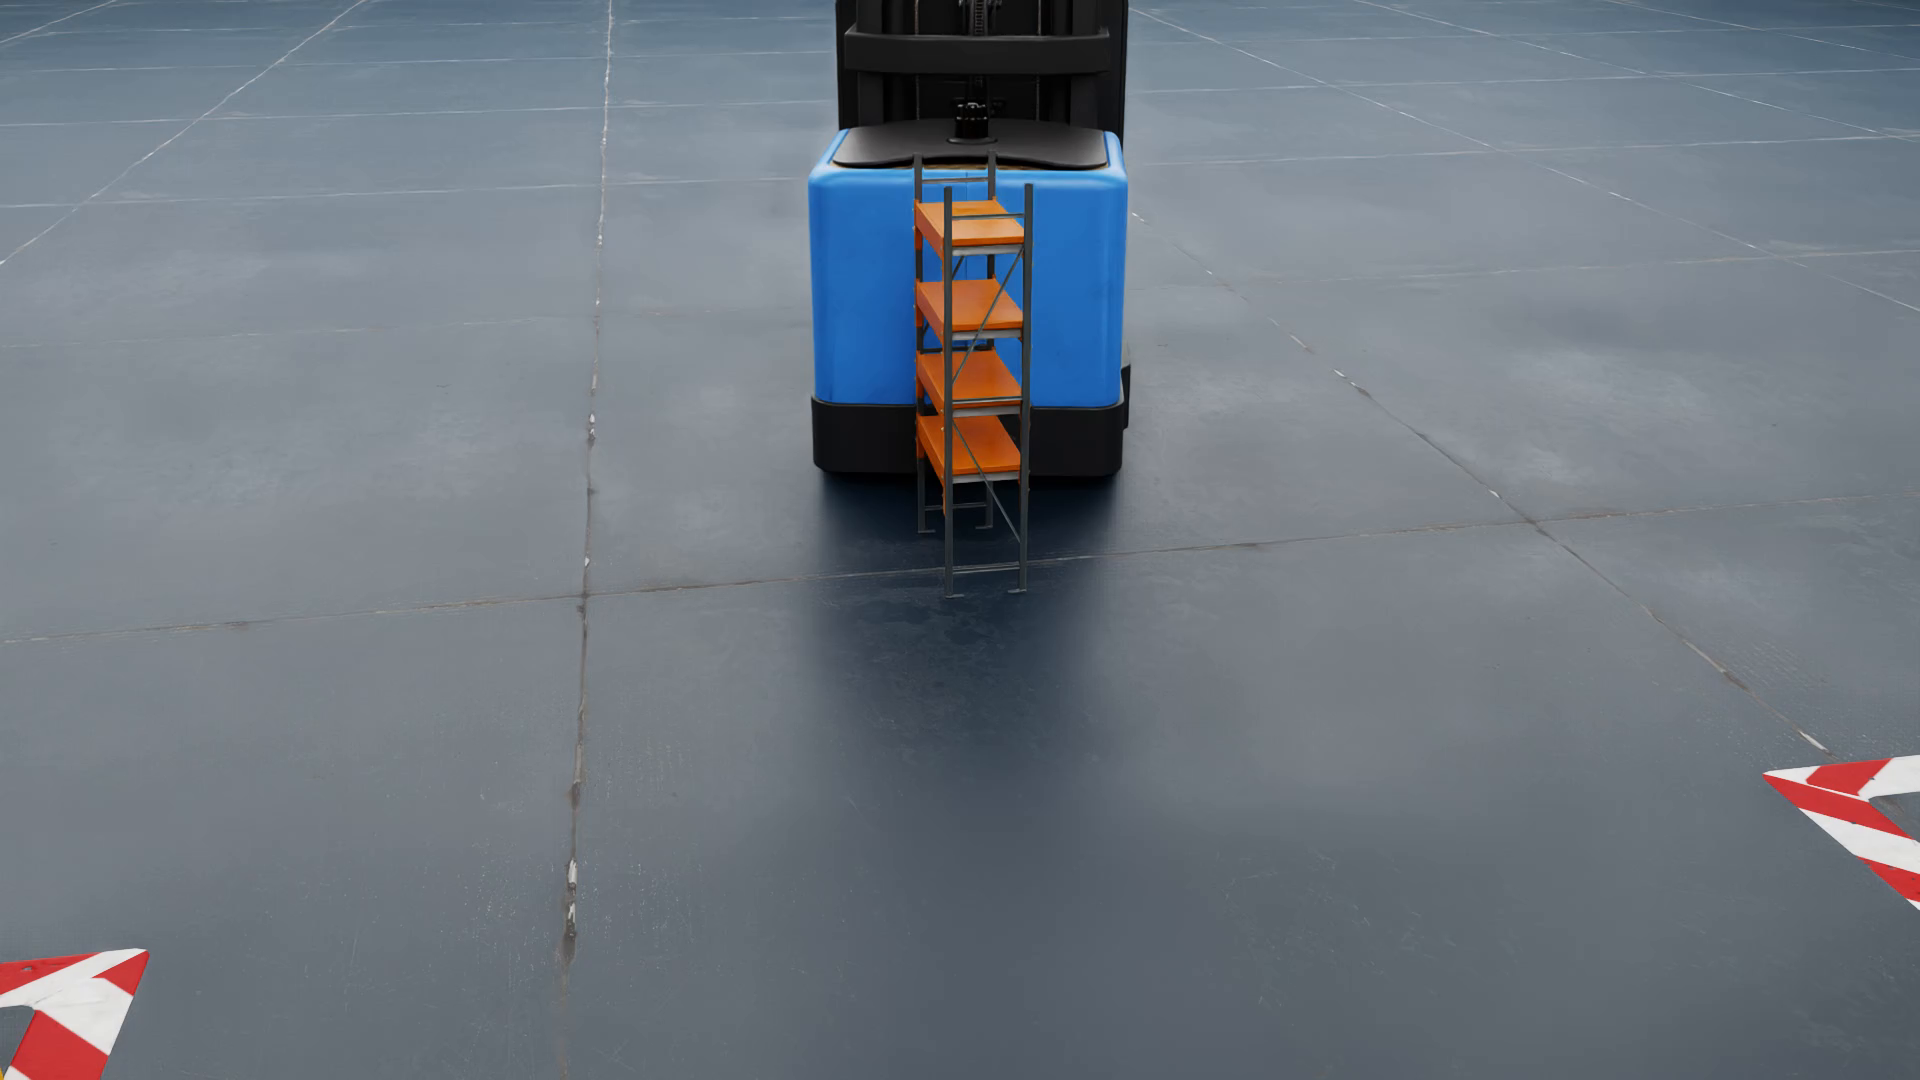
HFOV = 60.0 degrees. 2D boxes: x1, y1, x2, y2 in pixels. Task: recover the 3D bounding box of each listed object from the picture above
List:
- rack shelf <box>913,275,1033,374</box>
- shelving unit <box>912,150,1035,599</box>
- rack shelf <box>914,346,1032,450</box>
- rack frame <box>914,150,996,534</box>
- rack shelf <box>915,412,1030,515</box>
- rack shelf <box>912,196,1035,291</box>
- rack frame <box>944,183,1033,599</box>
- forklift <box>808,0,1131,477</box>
[{"bbox_3d":[0.031,-0.628,4.798,0.258,0.148,0.480,-4,24,-10],"label":"rack shelf"},{"bbox_3d":[0.031,-0.485,4.861,0.258,1.200,0.503,-4,24,-10],"label":"shelving unit"},{"bbox_3d":[0.031,-0.423,4.888,0.258,0.148,0.480,-4,24,-10],"label":"rack shelf"},{"bbox_3d":[-0.014,-0.581,5.081,0.240,1.200,0.015,-4,24,-10],"label":"rack frame"},{"bbox_3d":[0.031,-0.241,4.967,0.258,0.148,0.480,-4,24,-10],"label":"rack shelf"},{"bbox_3d":[0.031,-0.845,4.704,0.258,0.148,0.480,-4,24,-10],"label":"rack shelf"},{"bbox_3d":[0.076,-0.389,4.641,0.240,1.200,0.015,-4,24,-10],"label":"rack frame"},{"bbox_3d":[0.093,-2.102,6.400,1.130,2.935,3.031,1,24,3],"label":"forklift"}]
